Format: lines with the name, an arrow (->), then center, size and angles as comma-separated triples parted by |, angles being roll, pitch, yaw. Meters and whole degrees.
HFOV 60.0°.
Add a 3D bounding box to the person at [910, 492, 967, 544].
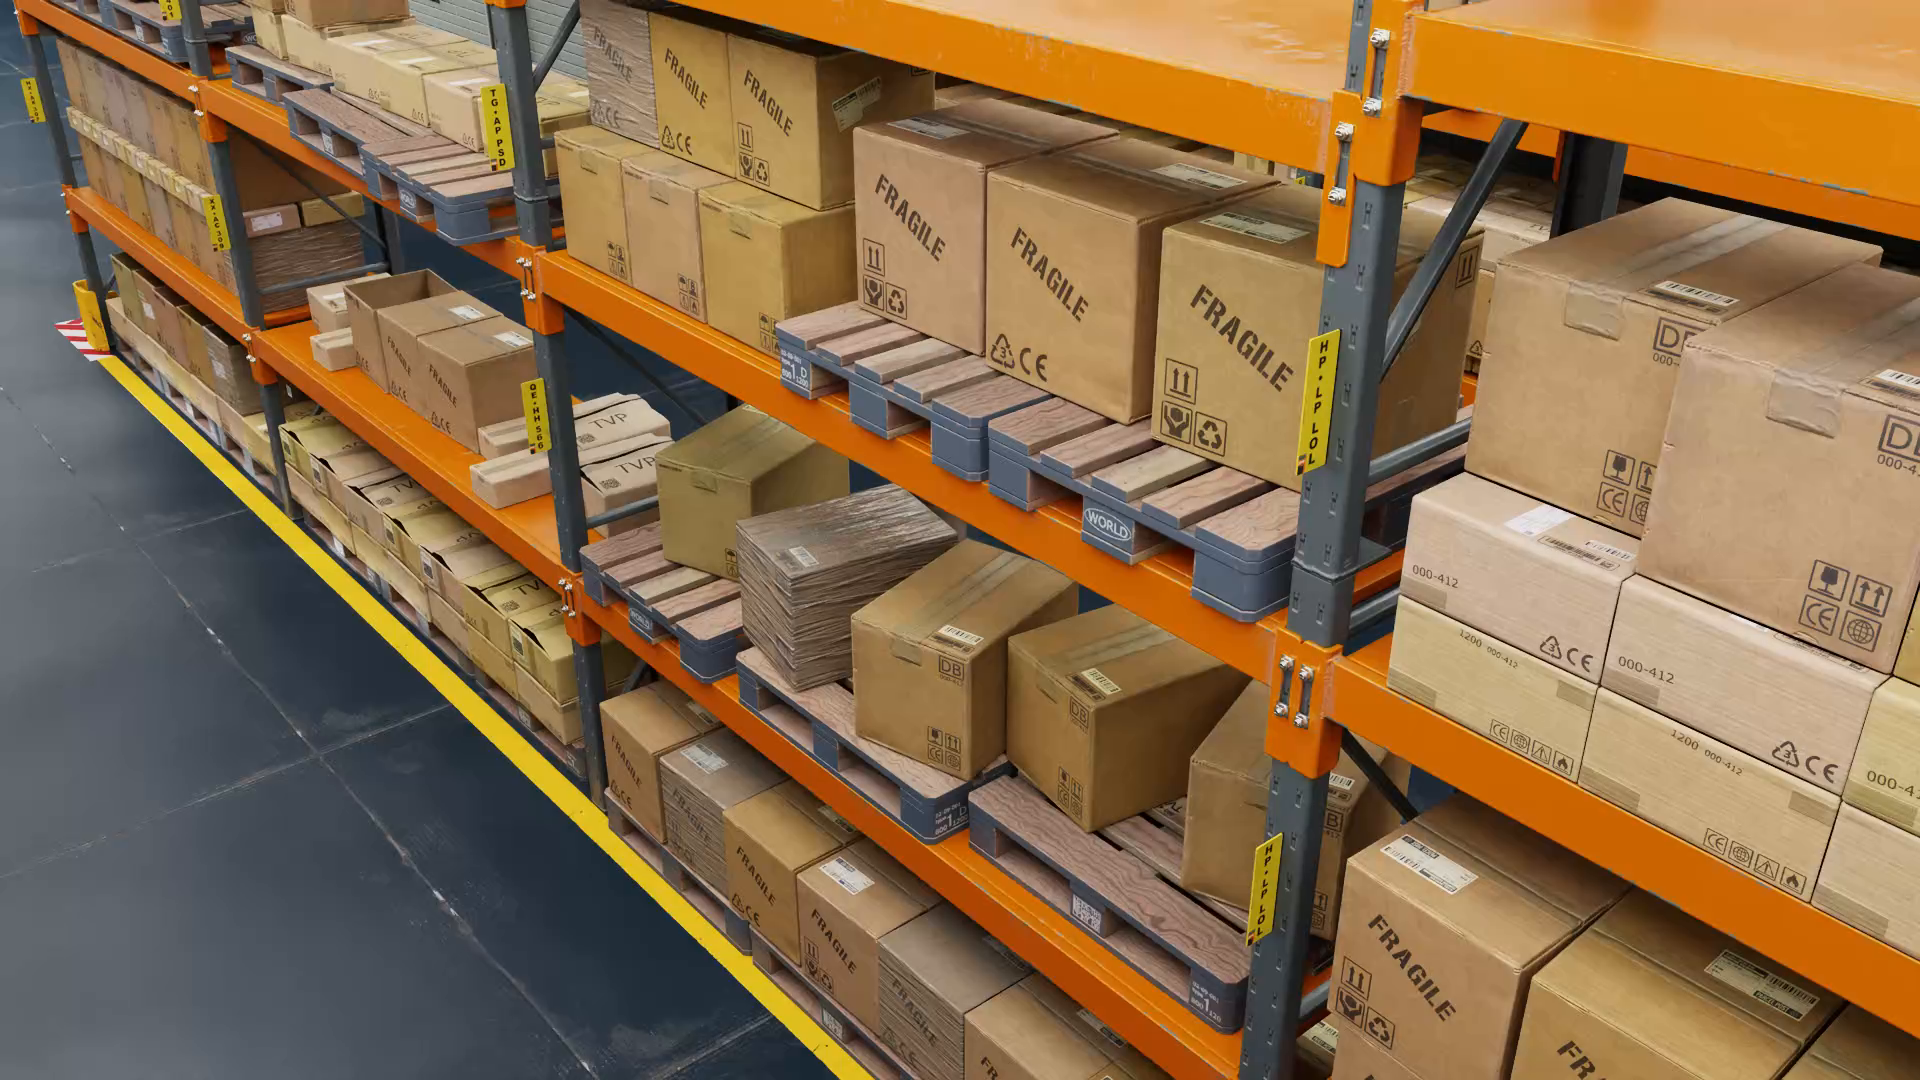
person -> -0.119, -0.414, 9.431 | 0.530, 1.712, 0.493 | -22, 35, -35
